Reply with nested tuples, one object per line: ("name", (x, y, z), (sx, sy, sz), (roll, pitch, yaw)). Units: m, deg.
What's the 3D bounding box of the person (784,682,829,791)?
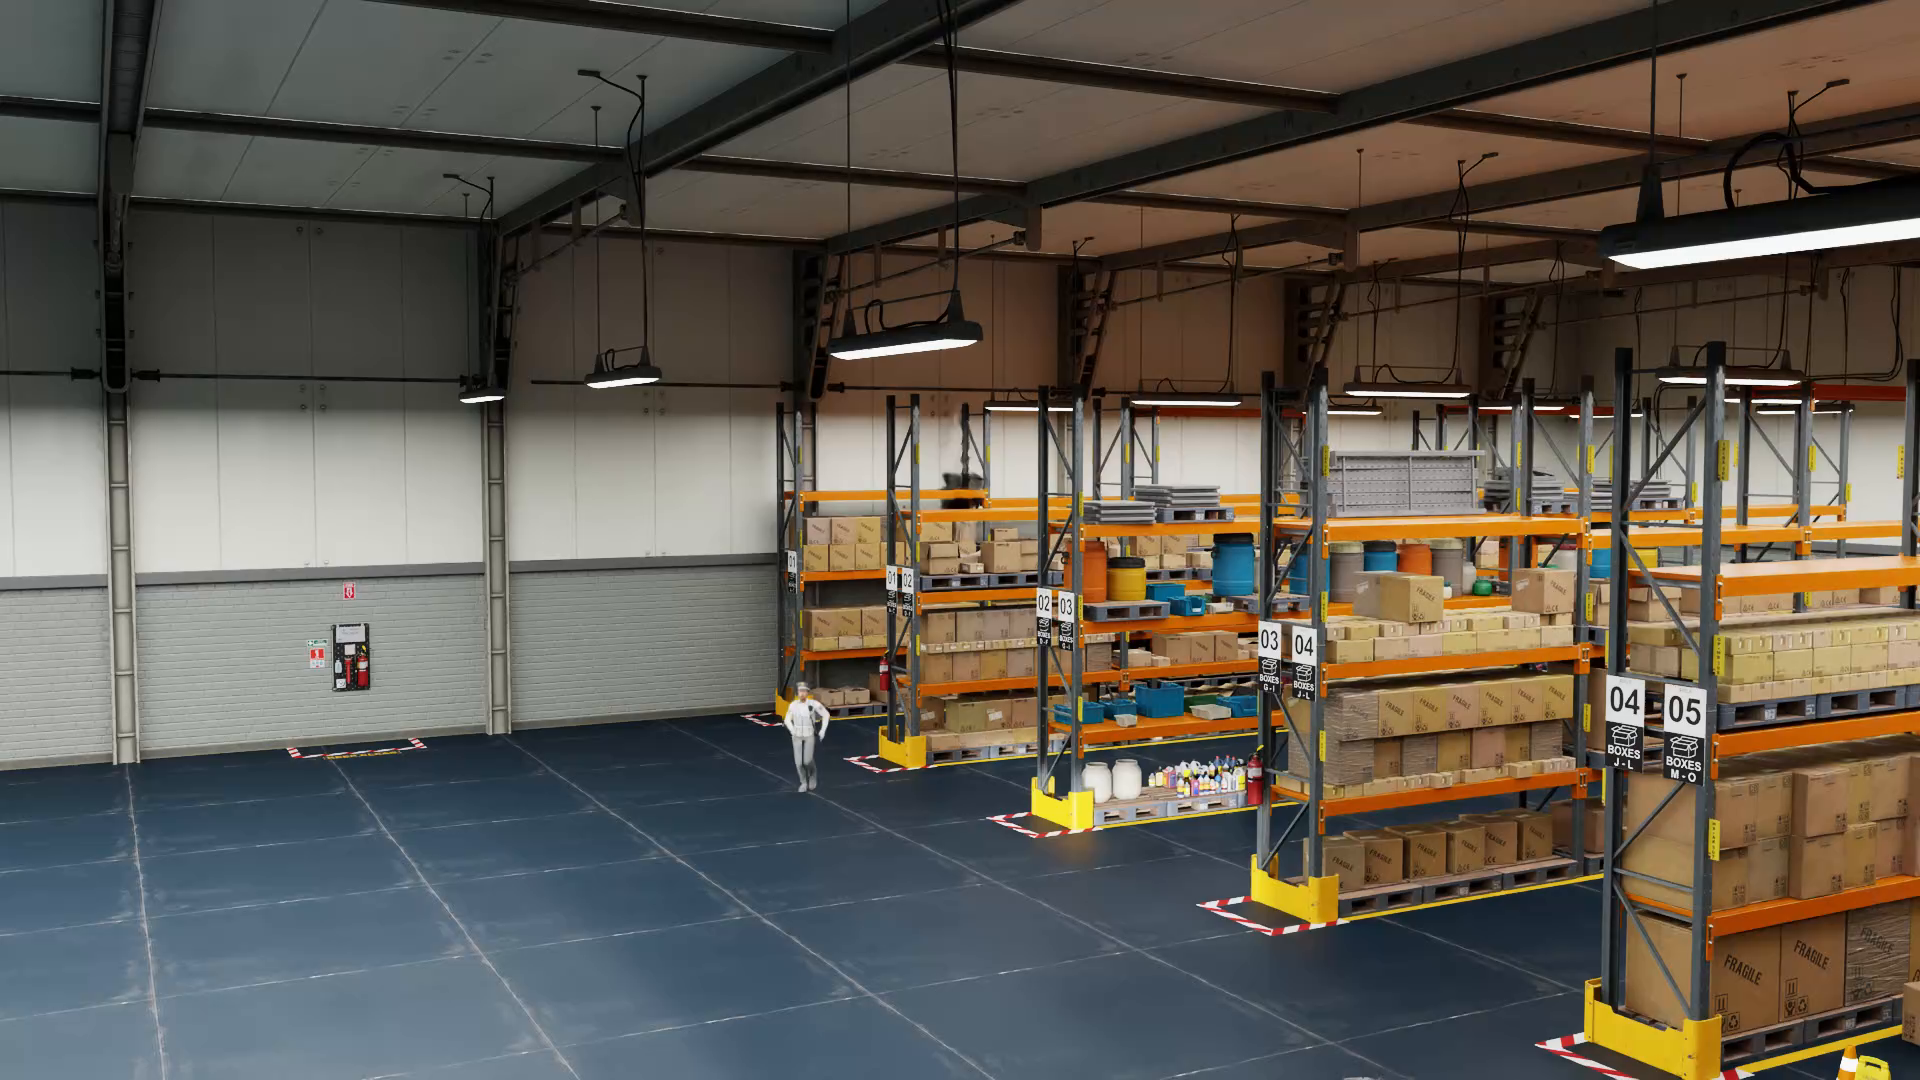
("person", (-2.301, 2.929, 24.713), (0.651, 1.658, 0.586), (0, 3, 7))
